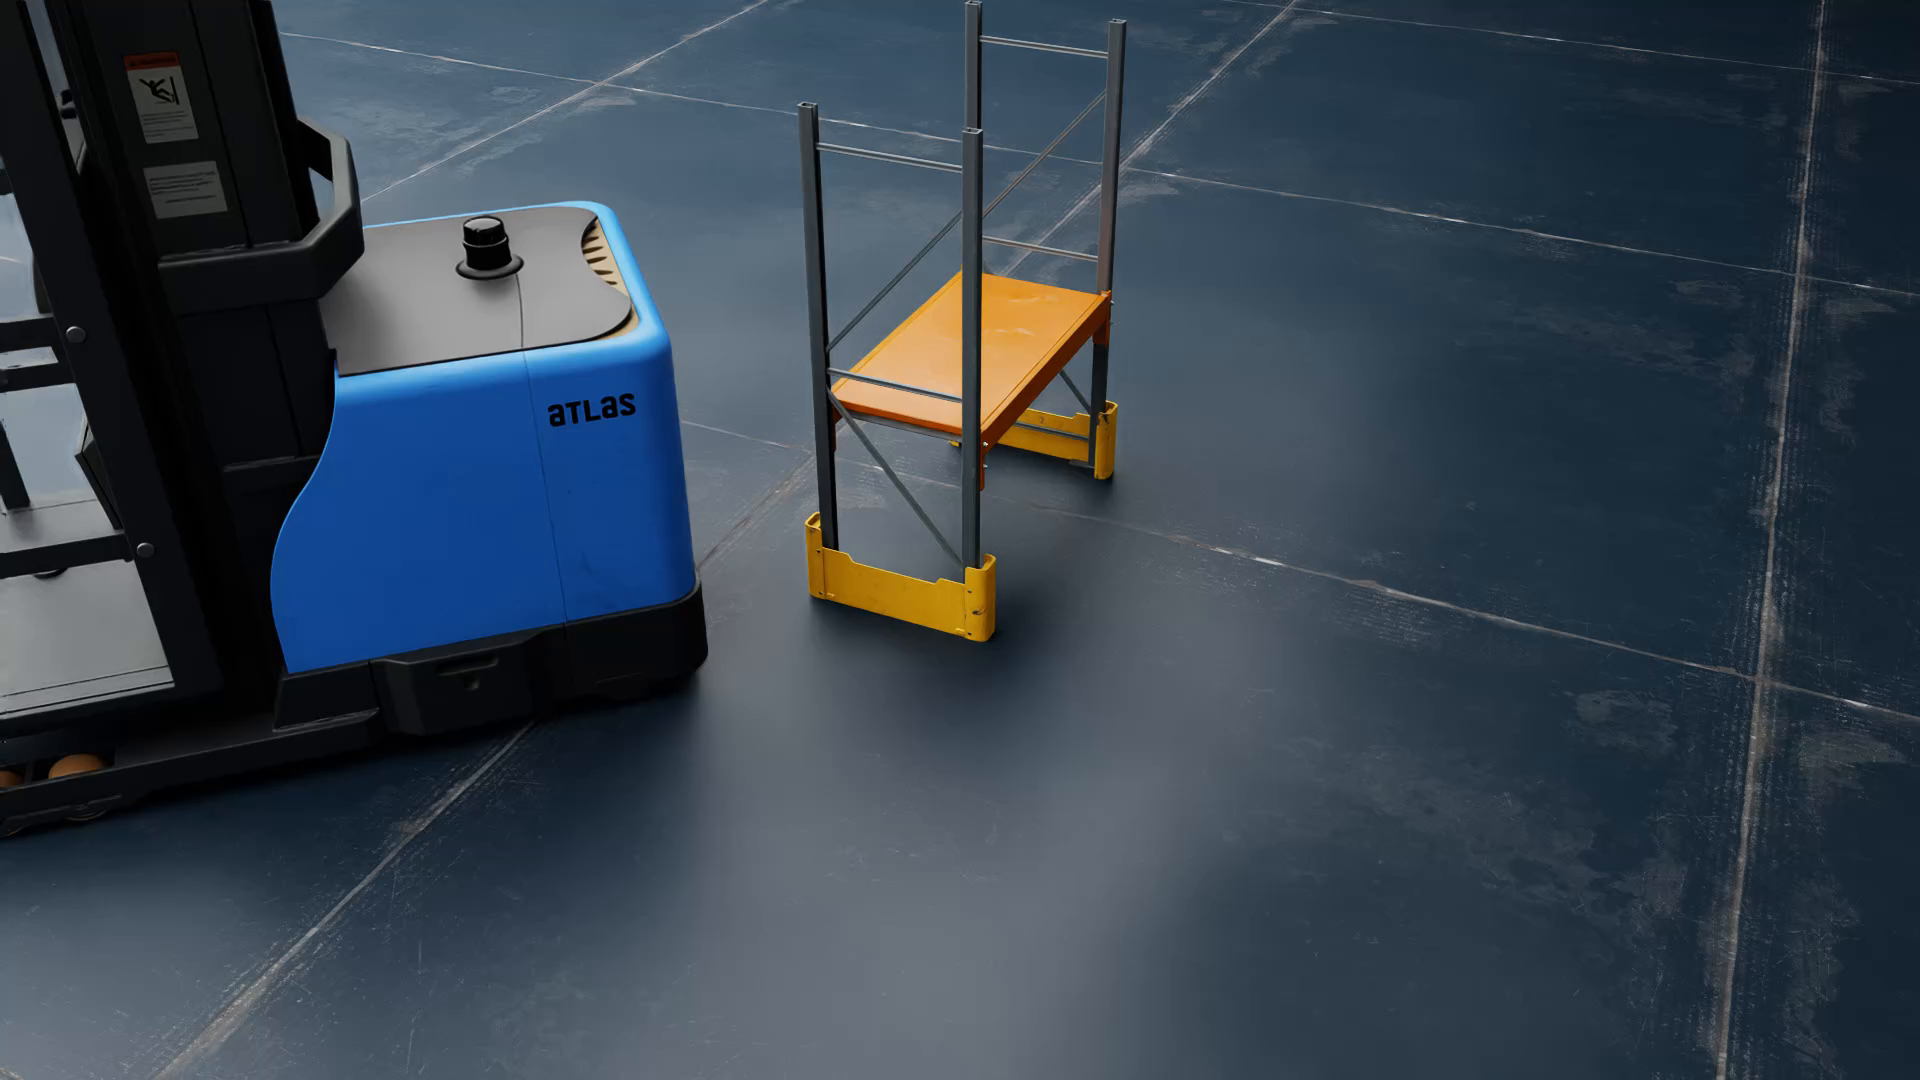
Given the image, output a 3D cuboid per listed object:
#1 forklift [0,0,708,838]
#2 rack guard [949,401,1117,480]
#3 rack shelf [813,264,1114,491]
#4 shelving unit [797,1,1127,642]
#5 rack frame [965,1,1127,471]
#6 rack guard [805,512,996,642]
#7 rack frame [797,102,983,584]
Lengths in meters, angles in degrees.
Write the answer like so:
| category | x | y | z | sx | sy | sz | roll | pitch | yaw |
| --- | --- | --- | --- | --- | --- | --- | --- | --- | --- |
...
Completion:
| category | x | y | z | sx | sy | sz | roll | pitch | yaw |
| --- | --- | --- | --- | --- | --- | --- | --- | --- | --- |
| forklift | -2.276 | -0.814 | 3.818 | 3.031 | 2.935 | 1.130 | -11 | 35 | -16 |
| rack guard | 0.240 | -0.391 | 5.618 | 0.587 | 0.250 | 0.087 | 14 | 36 | 20 |
| rack shelf | 0.036 | -0.519 | 5.002 | 0.538 | 0.185 | 1.000 | 14 | 36 | 20 |
| shelving unit | 0.032 | -0.665 | 4.897 | 0.587 | 1.500 | 1.083 | 14 | 36 | 20 |
| rack frame | 0.248 | -0.923 | 5.290 | 0.500 | 1.500 | 0.032 | 14 | 36 | 20 |
| rack guard | -0.176 | 0.106 | 4.861 | 0.587 | 0.250 | 0.087 | 14 | 36 | 20 |
| rack frame | -0.177 | -0.417 | 4.517 | 0.500 | 1.500 | 0.032 | 14 | 36 | 20 |
